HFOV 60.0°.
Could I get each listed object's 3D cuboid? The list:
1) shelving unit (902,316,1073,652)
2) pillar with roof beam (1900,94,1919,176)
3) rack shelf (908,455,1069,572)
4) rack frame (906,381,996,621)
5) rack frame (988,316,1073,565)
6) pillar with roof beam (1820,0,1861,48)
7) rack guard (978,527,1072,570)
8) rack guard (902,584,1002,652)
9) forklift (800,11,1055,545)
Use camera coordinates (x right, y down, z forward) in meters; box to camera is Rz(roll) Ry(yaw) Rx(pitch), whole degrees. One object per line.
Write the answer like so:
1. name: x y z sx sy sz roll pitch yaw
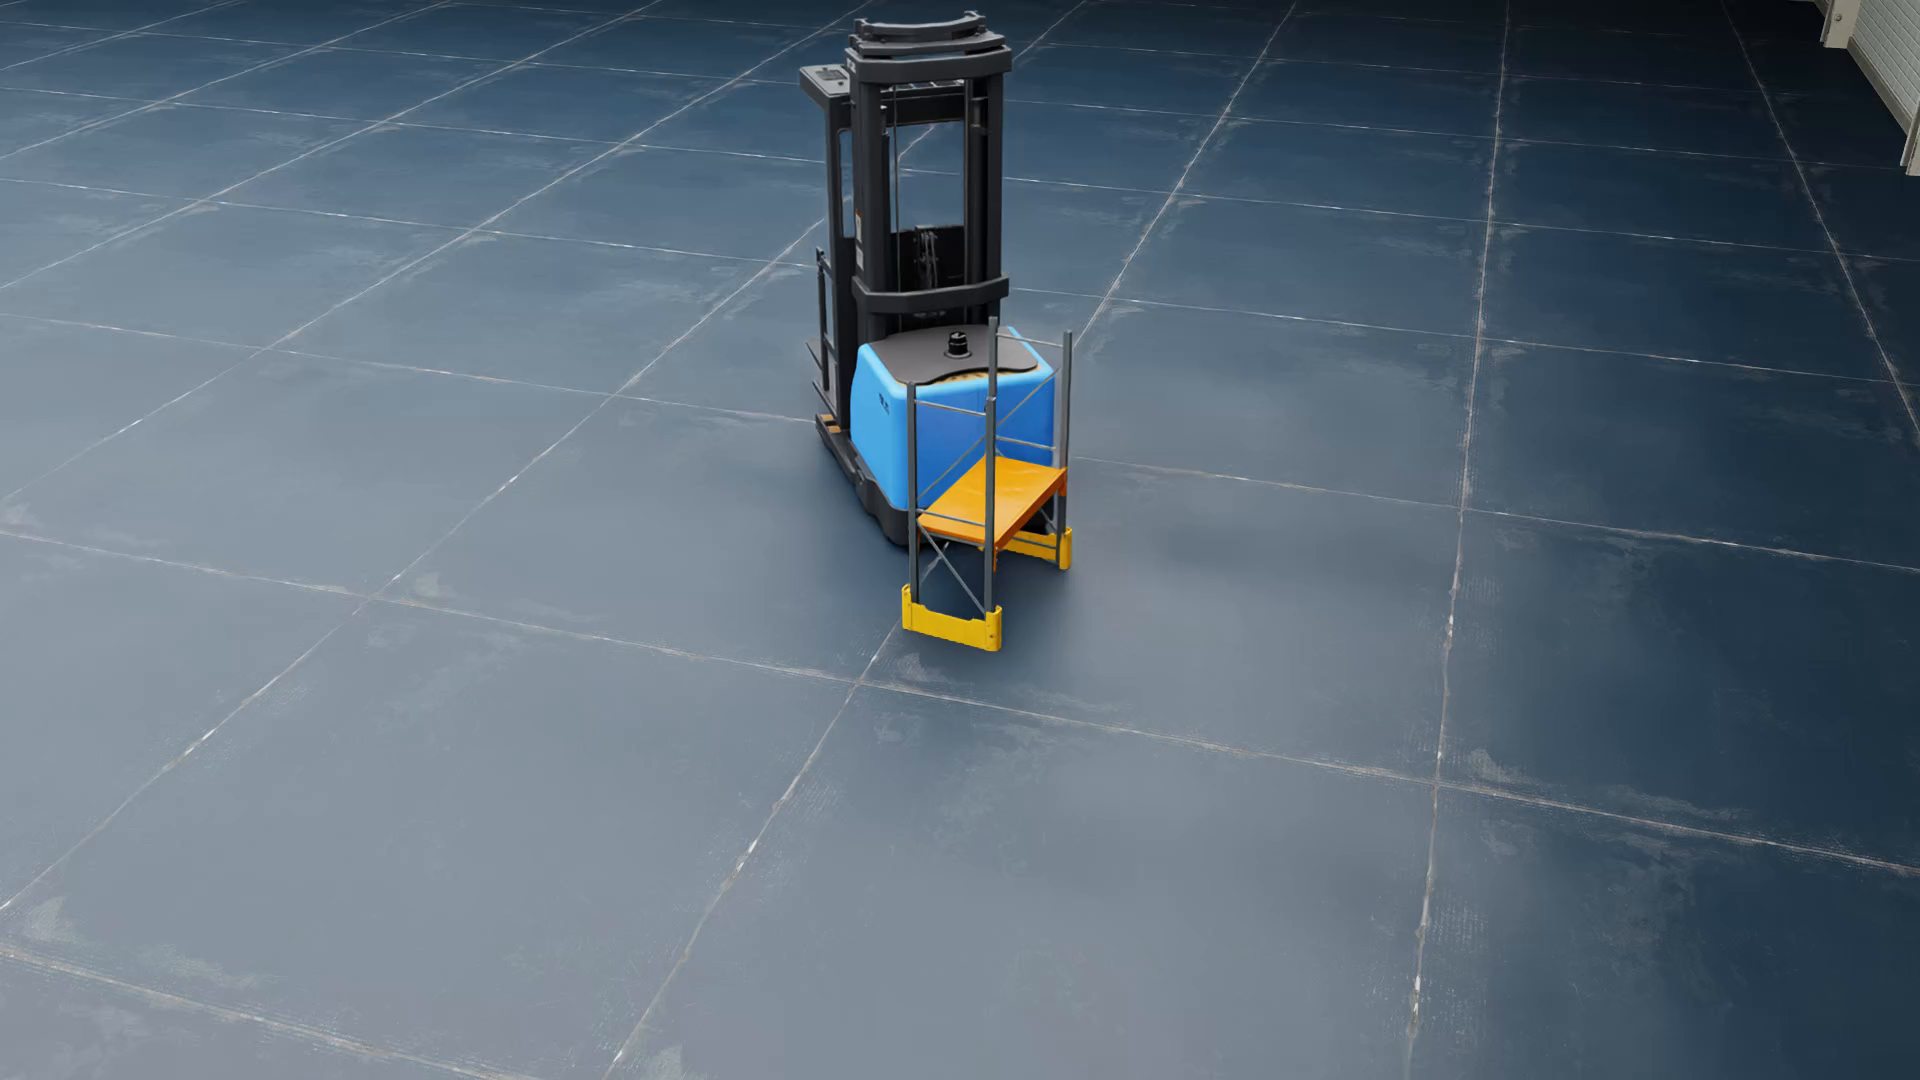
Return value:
1. shelving unit: 0.170 -0.332 9.304 0.587 1.500 1.083 13 32 22
2. pillar with roof beam: 5.731 -8.334 15.975 9.100 9.000 0.400 8 30 15
3. rack shelf: 0.174 -0.179 9.399 0.538 0.185 1.000 13 32 22
4. rack frame: -0.047 -0.114 8.912 0.500 1.500 0.032 13 32 22
5. rack frame: 0.396 -0.559 9.711 0.500 1.500 0.032 13 32 22
6. pillar with roof beam: 7.492 -11.123 20.987 9.100 9.000 0.400 8 30 15
7. rack guard: 0.387 -0.004 10.000 0.587 0.250 0.087 13 32 22
8. rack guard: -0.047 0.432 9.217 0.587 0.250 0.087 13 32 22
9. forklift: -0.362 -1.950 10.741 1.130 2.935 3.031 -9 30 -16
